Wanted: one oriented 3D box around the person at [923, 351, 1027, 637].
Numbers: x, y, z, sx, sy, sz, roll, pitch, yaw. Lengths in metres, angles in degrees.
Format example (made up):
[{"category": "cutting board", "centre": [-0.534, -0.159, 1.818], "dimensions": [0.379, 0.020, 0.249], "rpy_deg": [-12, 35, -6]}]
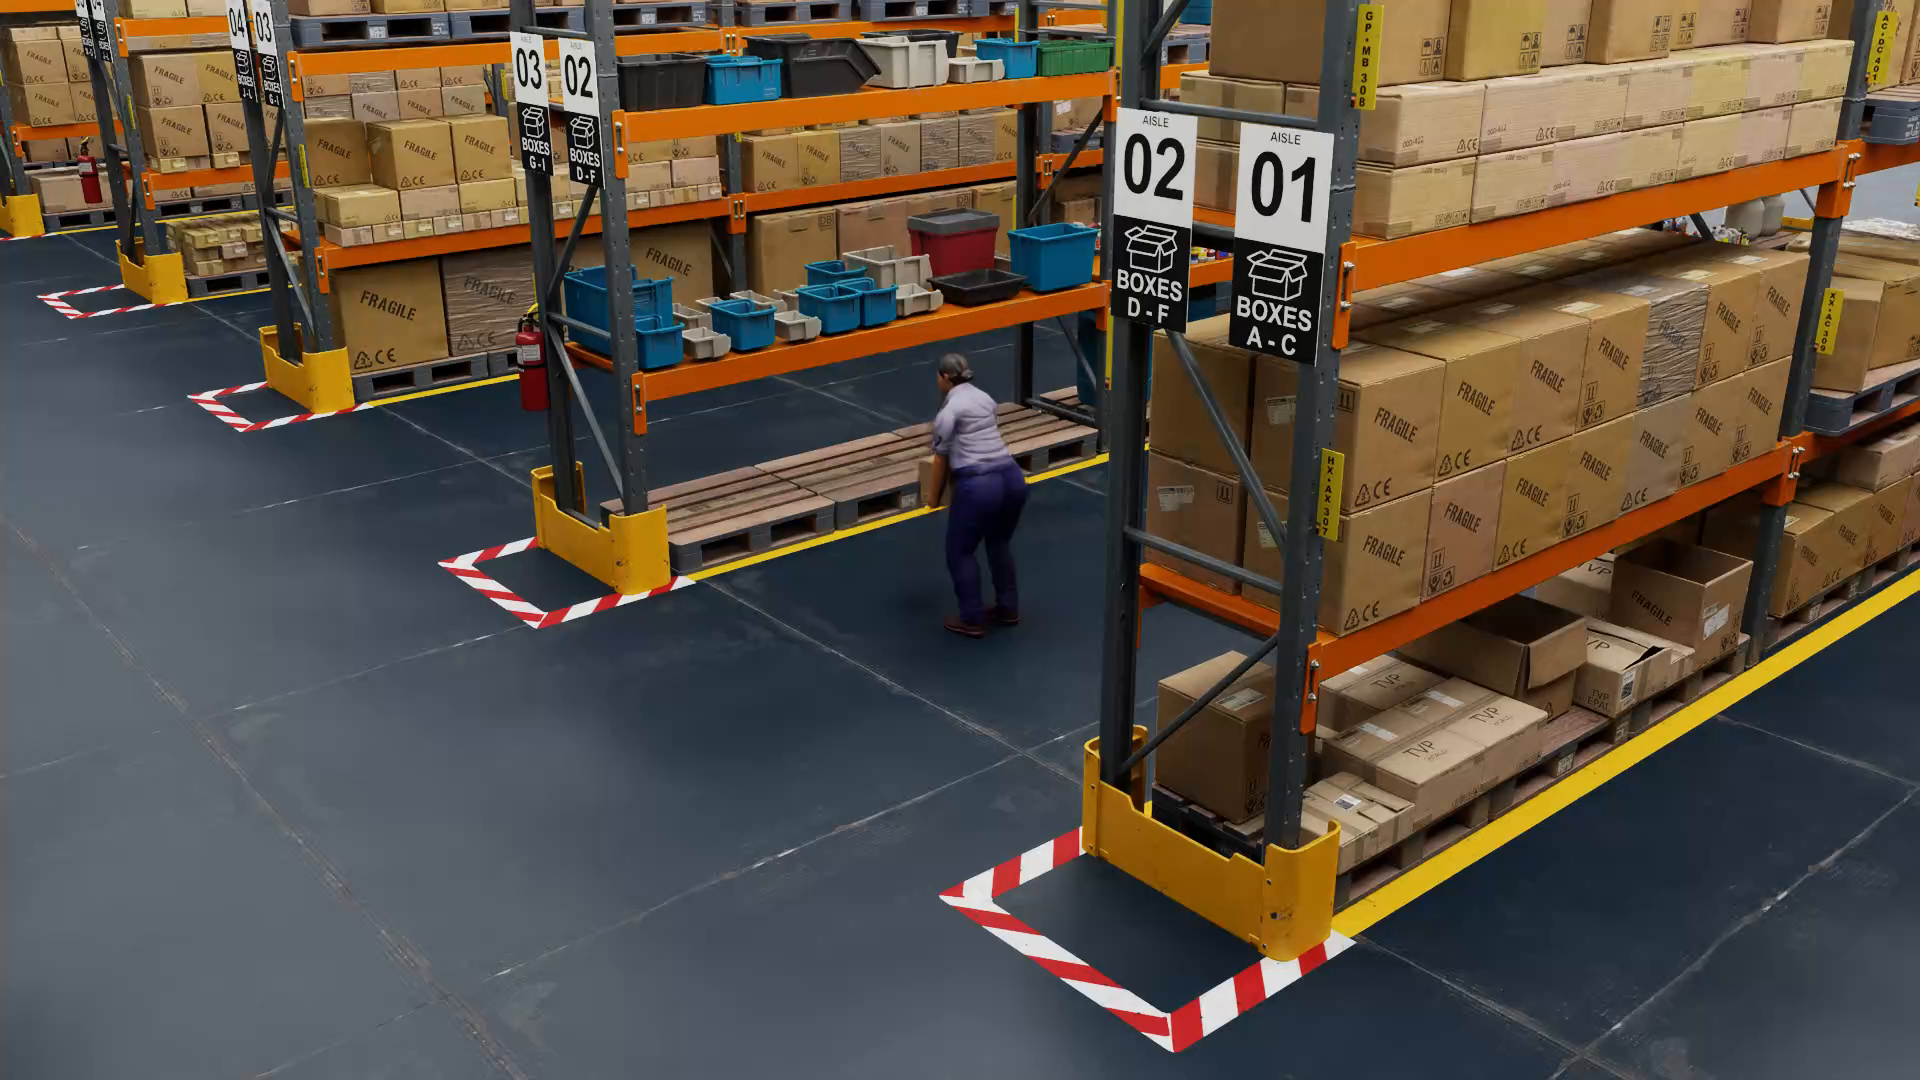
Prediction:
[{"category": "person", "centre": [0.080, -0.264, 9.394], "dimensions": [0.439, 1.580, 0.581], "rpy_deg": [-18, 27, -38]}]
